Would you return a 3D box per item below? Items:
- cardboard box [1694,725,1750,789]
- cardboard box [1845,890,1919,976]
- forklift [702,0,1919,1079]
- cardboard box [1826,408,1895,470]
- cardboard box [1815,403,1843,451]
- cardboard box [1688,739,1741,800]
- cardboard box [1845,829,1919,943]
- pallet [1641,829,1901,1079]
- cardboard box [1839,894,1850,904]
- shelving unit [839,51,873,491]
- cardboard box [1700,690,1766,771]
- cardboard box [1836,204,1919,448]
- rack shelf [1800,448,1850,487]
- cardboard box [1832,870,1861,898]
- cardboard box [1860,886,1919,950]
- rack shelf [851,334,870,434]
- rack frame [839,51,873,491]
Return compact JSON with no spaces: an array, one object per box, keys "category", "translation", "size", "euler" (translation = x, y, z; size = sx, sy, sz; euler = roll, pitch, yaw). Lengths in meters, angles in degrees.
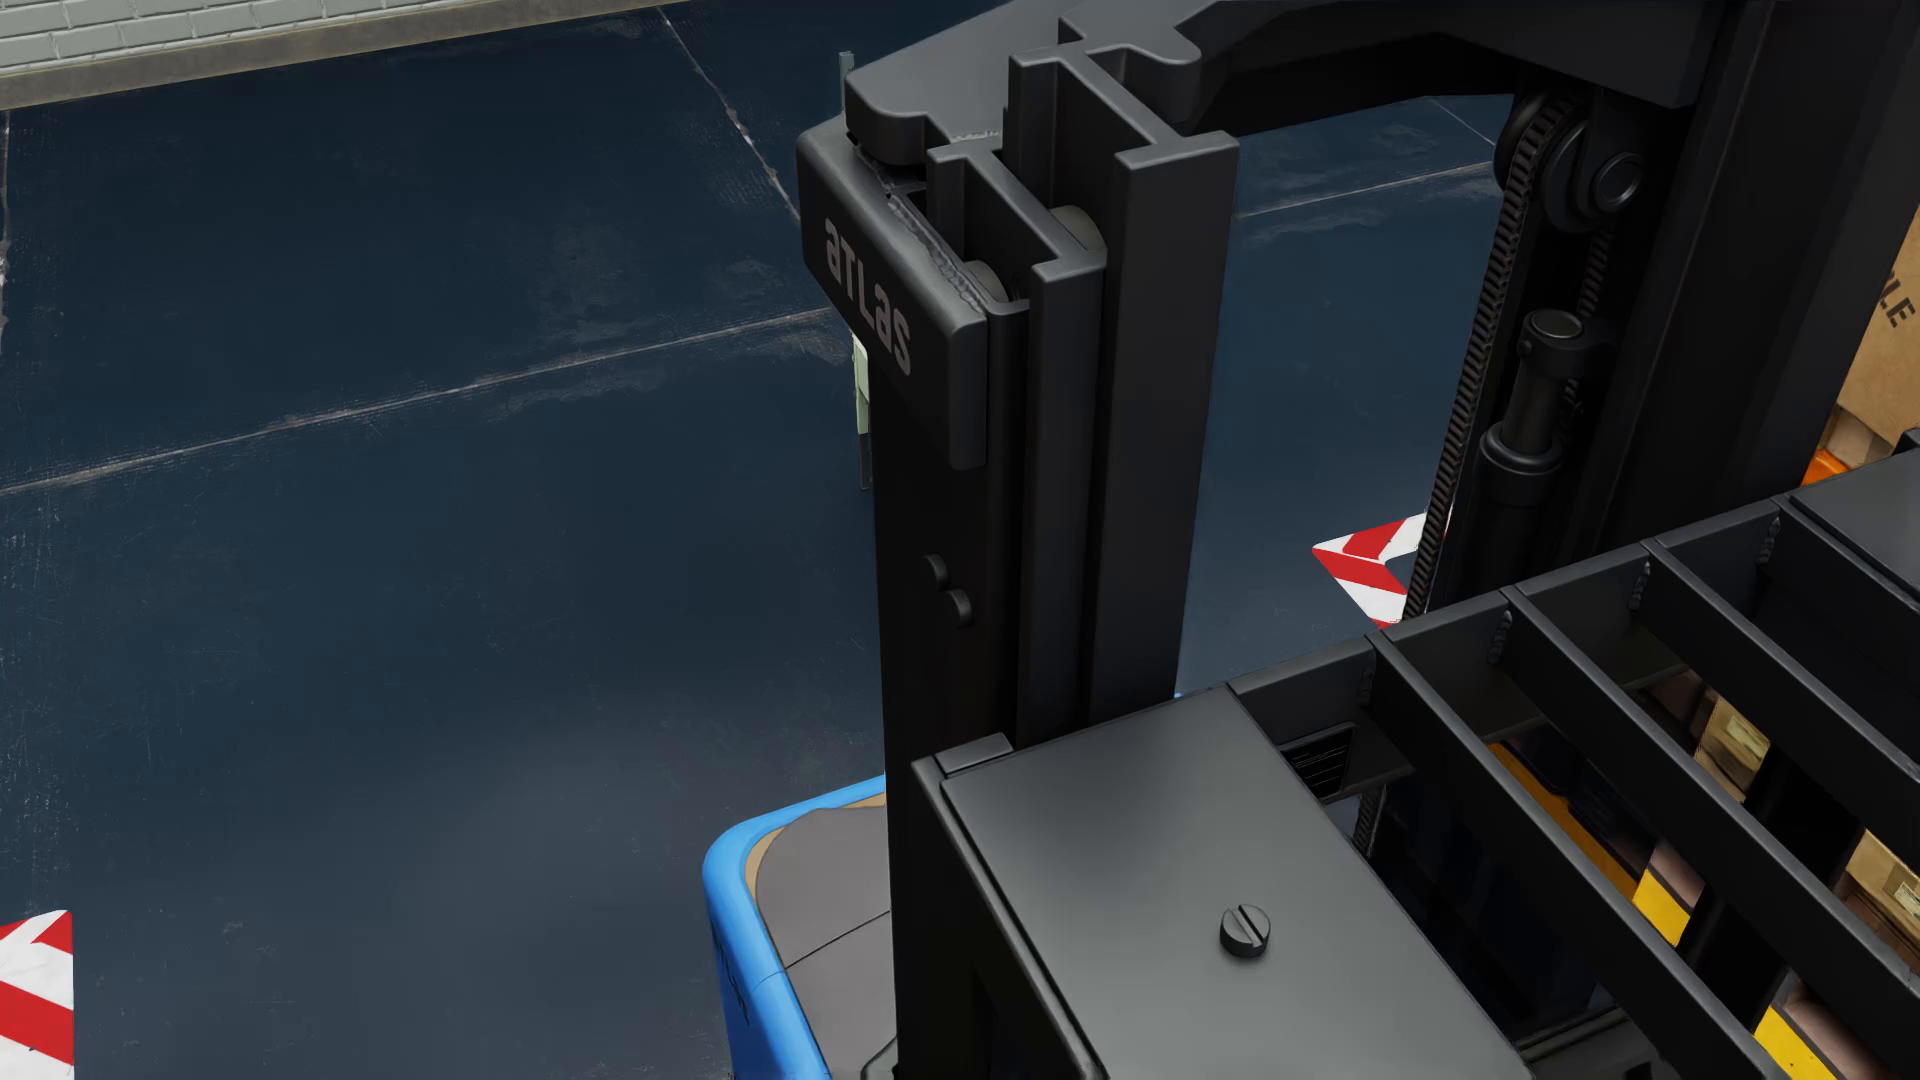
[{"category":"cardboard box","translation":[2.030,0.462,4.049],"size":[0.380,0.149,0.250],"euler":[-13,42,-15]},{"category":"cardboard box","translation":[2.249,0.875,3.796],"size":[0.380,0.149,0.250],"euler":[-15,43,-16]},{"category":"forklift","translation":[0.582,0.982,1.860],"size":[1.130,2.935,3.031],"euler":[-16,43,-18]},{"category":"cardboard box","translation":[2.024,-0.212,3.388],"size":[0.380,0.149,0.250],"euler":[-14,43,-15]},{"category":"cardboard box","translation":[1.888,-0.355,3.555],"size":[0.380,0.149,0.250],"euler":[-15,43,-17]},{"category":"cardboard box","translation":[1.972,0.590,4.127],"size":[0.380,0.149,0.250],"euler":[-14,43,-16]},{"category":"cardboard box","translation":[2.148,0.689,3.556],"size":[0.380,0.149,0.250],"euler":[-15,43,-17]},{"category":"pallet","translation":[2.374,0.874,4.071],"size":[1.003,0.211,1.213],"euler":[-15,43,-17]},{"category":"cardboard box","translation":[2.147,0.728,3.968],"size":[0.380,0.149,0.250],"euler":[-15,43,-17]},{"category":"shelving unit","translation":[0.003,-0.565,4.756],"size":[0.431,1.500,0.755],"euler":[-15,43,-17]},{"category":"cardboard box","translation":[1.953,0.370,3.928],"size":[0.380,0.149,0.250],"euler":[-17,44,-19]},{"category":"cardboard box","translation":[1.983,-0.538,3.270],"size":[0.500,0.500,0.500],"euler":[-13,42,-15]},{"category":"rack shelf","translation":[2.832,0.751,2.628],"size":[1.077,0.370,4.000],"euler":[-15,43,-17]},{"category":"cardboard box","translation":[2.083,0.641,3.841],"size":[0.380,0.149,0.250],"euler":[-15,43,-17]},{"category":"cardboard box","translation":[2.258,0.766,3.695],"size":[0.380,0.149,0.250],"euler":[-15,43,-16]},{"category":"rack shelf","translation":[0.003,-0.317,4.969],"size":[0.431,0.370,0.720],"euler":[-15,43,-17]},{"category":"rack frame","translation":[-0.137,-0.785,5.013],"size":[0.400,1.500,0.023],"euler":[-15,43,-17]}]
